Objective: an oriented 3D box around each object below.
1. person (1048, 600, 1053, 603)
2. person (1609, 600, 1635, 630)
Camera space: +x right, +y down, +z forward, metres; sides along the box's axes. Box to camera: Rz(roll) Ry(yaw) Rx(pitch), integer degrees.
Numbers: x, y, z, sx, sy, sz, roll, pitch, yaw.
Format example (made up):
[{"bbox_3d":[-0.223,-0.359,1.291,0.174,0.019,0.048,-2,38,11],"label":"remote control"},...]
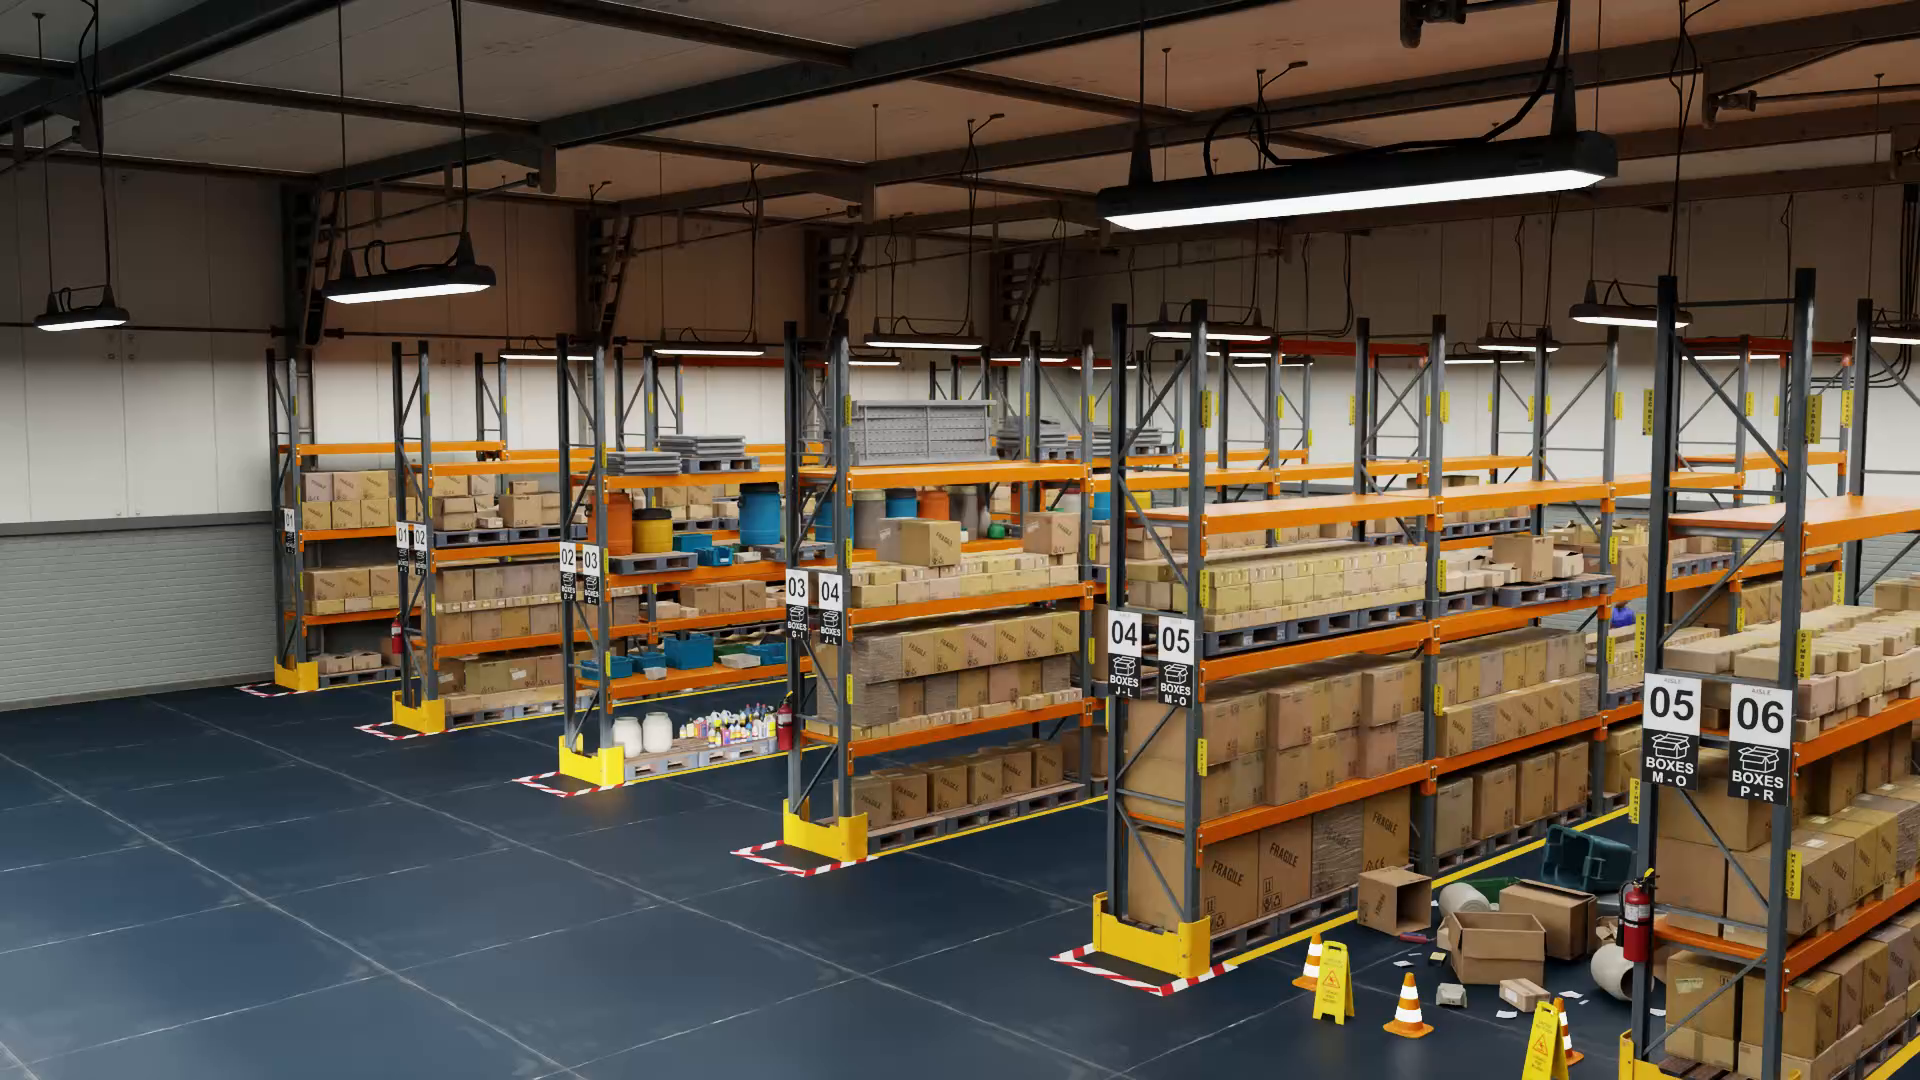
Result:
[{"bbox_3d":[2.353,0.824,40.463,0.479,1.708,0.497,-3,6,-34],"label":"person"},{"bbox_3d":[11.788,1.791,29.554,0.577,1.660,0.317,3,6,34],"label":"person"}]
